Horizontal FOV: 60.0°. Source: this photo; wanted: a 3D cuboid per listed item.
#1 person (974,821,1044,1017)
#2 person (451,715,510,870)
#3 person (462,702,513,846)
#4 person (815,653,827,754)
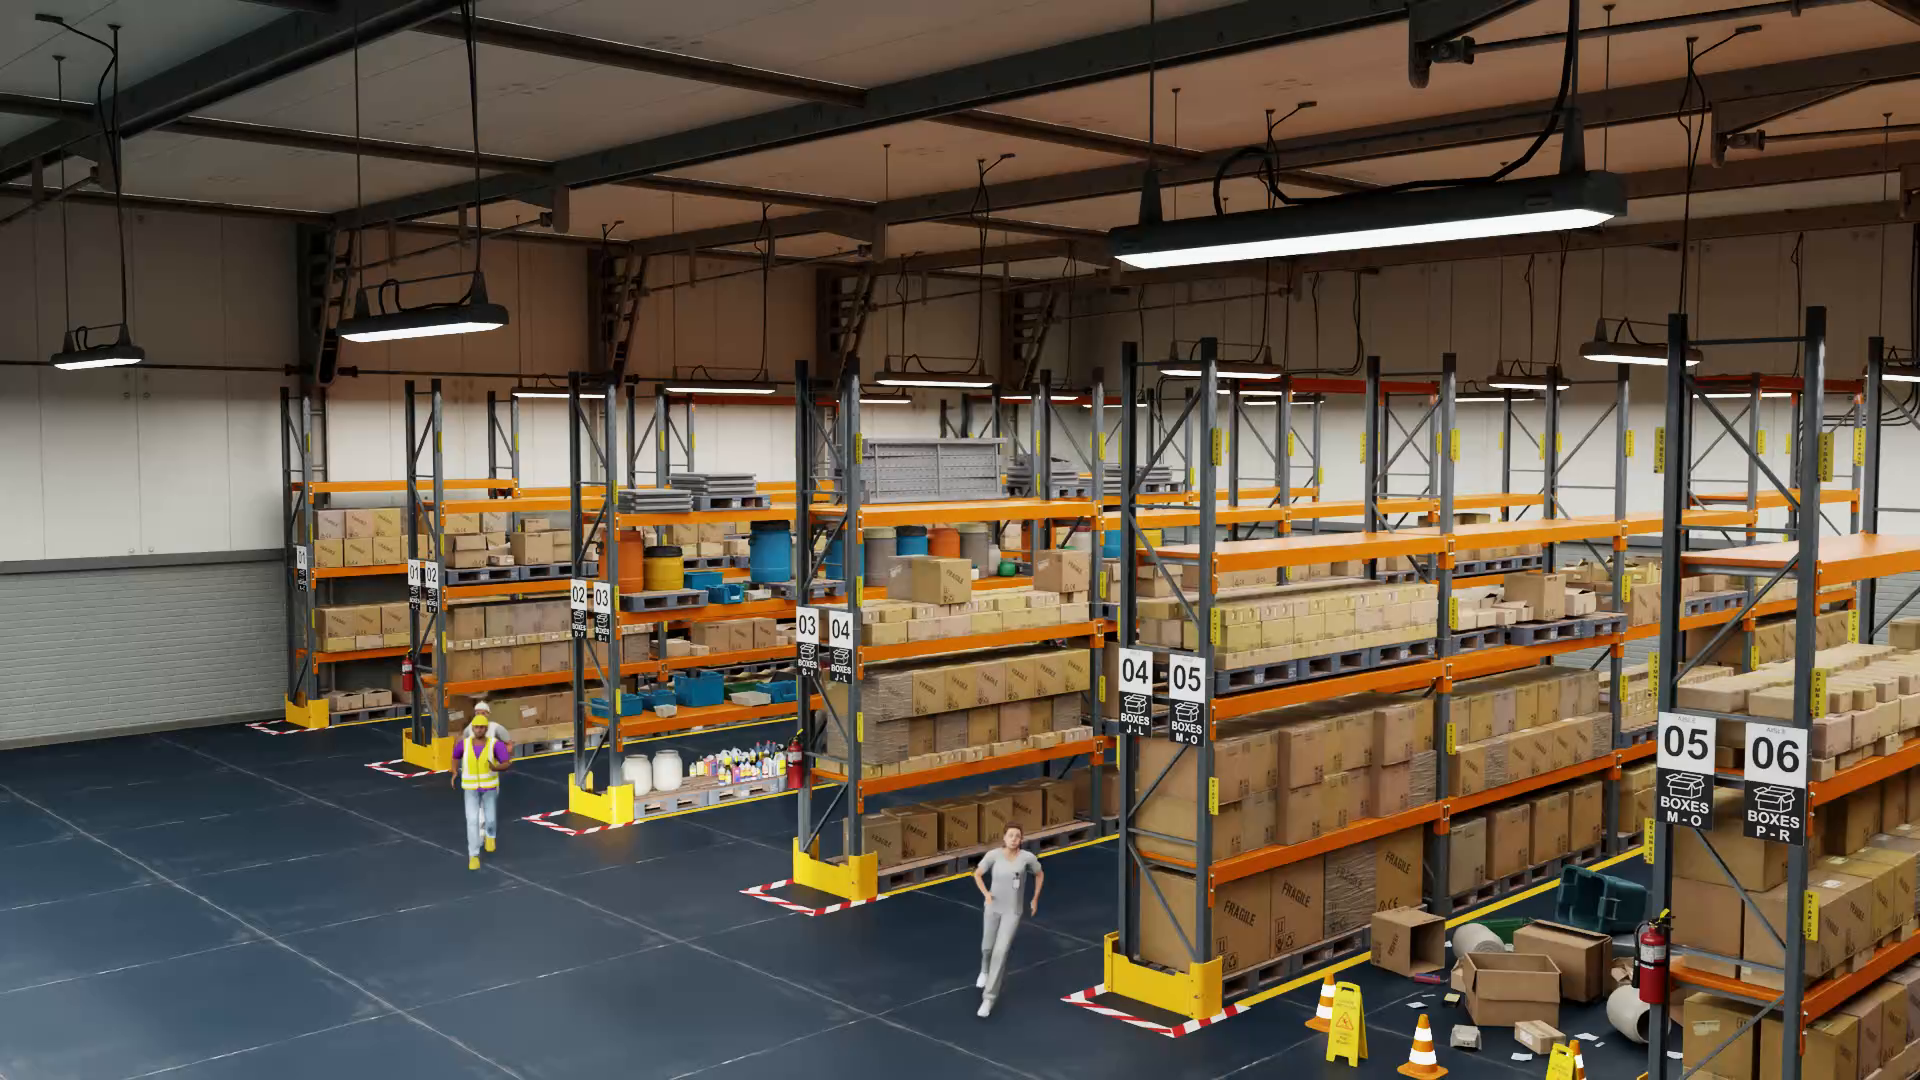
[{"bbox_3d":[0.412,3.364,15.031,0.641,1.652,0.944,1,4,12],"label":"person"},{"bbox_3d":[-5.761,2.976,19.969,0.692,1.753,0.988,-1,4,-13],"label":"person"},{"bbox_3d":[-6.029,2.932,21.182,0.644,1.785,0.778,0,4,-4],"label":"person"},{"bbox_3d":[-2.259,2.634,26.968,0.570,1.715,0.725,4,5,44],"label":"person"}]
